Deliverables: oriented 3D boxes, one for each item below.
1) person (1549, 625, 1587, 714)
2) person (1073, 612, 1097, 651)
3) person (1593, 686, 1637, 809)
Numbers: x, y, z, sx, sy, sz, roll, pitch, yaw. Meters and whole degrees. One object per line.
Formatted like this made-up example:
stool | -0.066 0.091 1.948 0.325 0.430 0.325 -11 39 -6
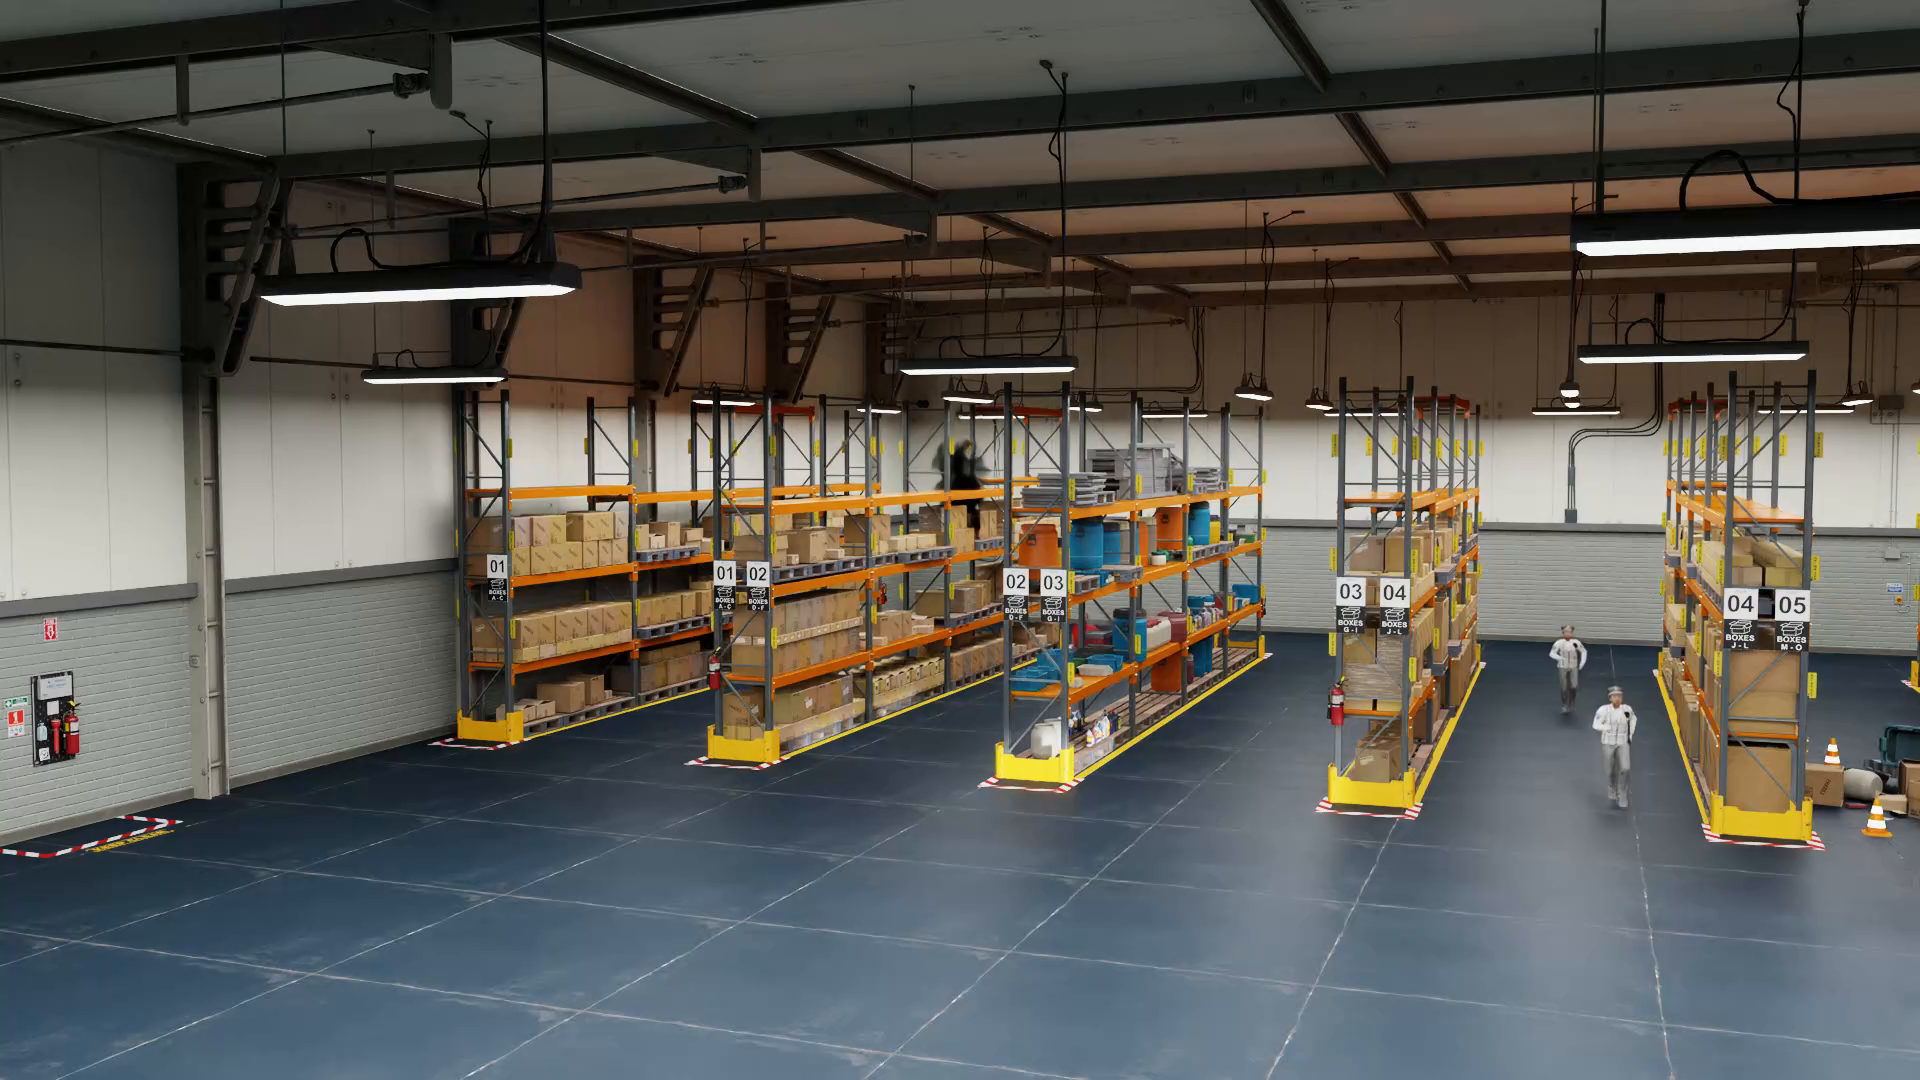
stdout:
person | 11.444 2.430 31.288 0.676 1.684 0.597 1 3 16
person | 2.497 2.321 33.447 0.643 1.752 0.780 1 3 24
person | 9.180 2.885 23.320 0.594 1.710 0.752 1 3 16
